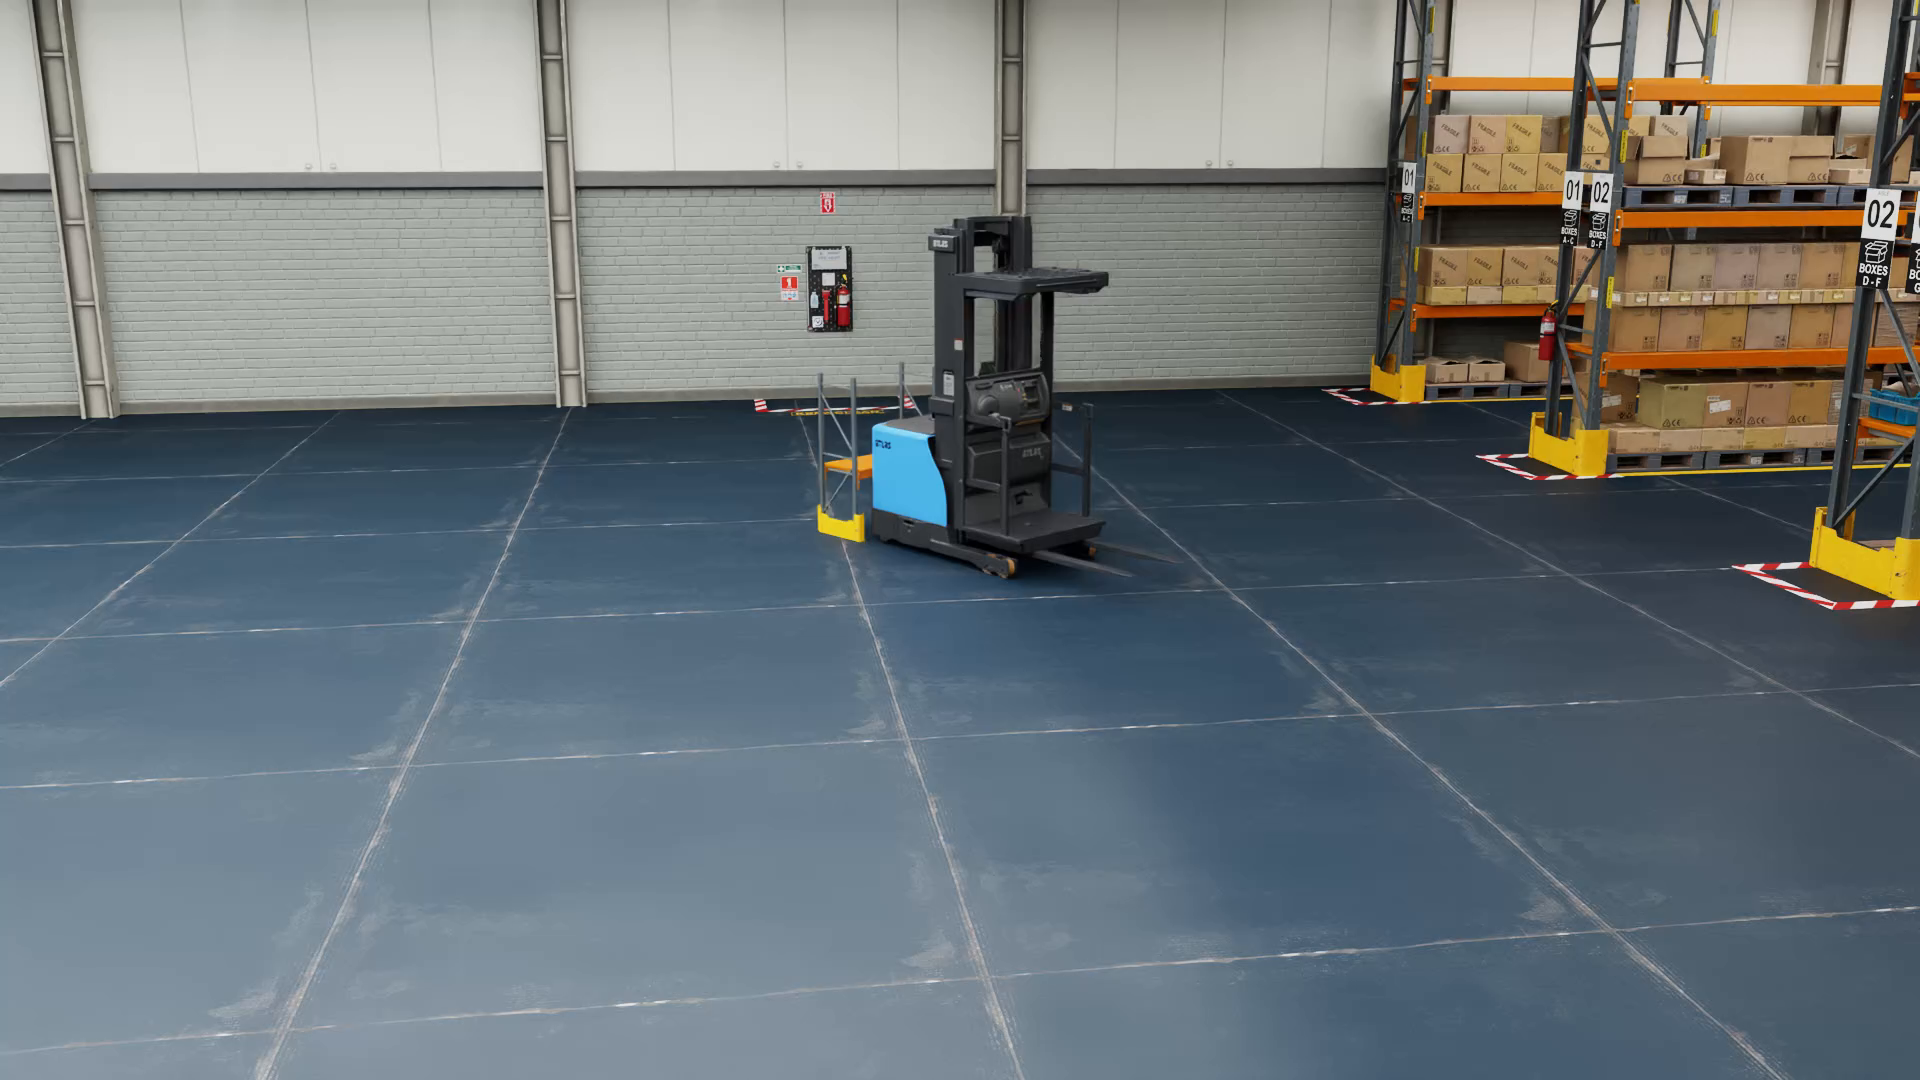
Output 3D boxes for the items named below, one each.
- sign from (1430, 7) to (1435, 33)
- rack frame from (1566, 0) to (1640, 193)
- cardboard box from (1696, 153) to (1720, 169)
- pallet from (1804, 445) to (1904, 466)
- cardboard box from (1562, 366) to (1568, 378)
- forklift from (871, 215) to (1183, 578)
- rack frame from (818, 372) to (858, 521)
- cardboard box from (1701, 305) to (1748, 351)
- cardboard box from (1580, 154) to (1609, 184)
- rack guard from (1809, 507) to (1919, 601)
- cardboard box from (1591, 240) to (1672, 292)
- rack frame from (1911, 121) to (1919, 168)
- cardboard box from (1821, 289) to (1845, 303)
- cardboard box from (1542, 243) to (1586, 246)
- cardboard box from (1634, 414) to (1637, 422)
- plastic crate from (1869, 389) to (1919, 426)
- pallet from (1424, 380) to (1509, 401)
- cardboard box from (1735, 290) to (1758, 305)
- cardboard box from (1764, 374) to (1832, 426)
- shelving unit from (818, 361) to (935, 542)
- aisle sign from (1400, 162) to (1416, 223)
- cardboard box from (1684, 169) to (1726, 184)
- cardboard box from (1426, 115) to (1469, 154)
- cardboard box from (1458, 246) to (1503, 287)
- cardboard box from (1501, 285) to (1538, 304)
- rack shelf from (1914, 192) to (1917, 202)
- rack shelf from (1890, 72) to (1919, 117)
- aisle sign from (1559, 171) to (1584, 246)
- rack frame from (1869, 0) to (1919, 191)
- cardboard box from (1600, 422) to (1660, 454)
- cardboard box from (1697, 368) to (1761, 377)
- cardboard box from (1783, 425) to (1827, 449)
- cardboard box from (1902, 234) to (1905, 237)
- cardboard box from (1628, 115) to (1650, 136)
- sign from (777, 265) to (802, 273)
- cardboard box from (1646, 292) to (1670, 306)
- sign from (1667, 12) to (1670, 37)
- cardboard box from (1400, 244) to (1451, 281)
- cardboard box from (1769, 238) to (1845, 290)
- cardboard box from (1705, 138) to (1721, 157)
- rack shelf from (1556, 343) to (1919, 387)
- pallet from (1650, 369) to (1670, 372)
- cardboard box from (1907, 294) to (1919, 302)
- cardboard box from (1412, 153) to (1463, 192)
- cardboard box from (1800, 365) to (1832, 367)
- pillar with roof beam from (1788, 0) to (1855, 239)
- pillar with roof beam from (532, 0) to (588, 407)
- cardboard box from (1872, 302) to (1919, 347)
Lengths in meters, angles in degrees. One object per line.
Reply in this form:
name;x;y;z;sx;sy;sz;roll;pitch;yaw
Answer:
sign;6.131;-6.754;21.599;0.005;0.325;0.100;-2;14;-8
rack frame;6.792;-5.202;17.492;0.127;3.000;1.000;-2;14;-8
cardboard box;8.441;-4.100;18.300;0.500;0.311;0.500;0;14;-2
pallet;9.955;-1.066;19.064;1.213;0.211;1.003;-2;14;-8
cardboard box;8.421;-2.406;23.632;0.250;0.149;0.380;-3;14;-13
forklift;0.561;-1.243;14.180;1.130;2.935;3.031;-13;19;-41
rack frame;-1.114;-0.763;15.208;0.032;1.500;0.500;-14;20;-43
cardboard box;8.266;-2.391;18.412;0.500;0.500;0.700;-2;14;-8
cardboard box;8.499;-5.019;22.684;0.500;0.500;0.500;-3;14;-11
rack guard;7.595;0.098;13.831;0.348;0.500;1.175;-2;14;-8
cardboard box;7.308;-2.985;18.115;0.500;0.500;0.700;-2;14;-8
rack frame;13.961;-6.683;23.399;0.127;3.000;1.000;-2;14;-8
cardboard box;9.504;-2.702;18.319;0.250;0.149;0.380;-2;14;-9
cardboard box;8.504;-3.927;23.470;0.500;0.500;0.500;-2;14;-7
cardboard box;7.771;-1.273;18.950;0.500;0.250;0.500;-2;14;-8
plastic crate;7.977;-1.118;13.848;0.616;0.251;0.499;-2;14;-8
pallet;6.934;-2.154;23.406;1.213;0.211;1.003;-2;14;-8
cardboard box;8.485;-2.665;18.169;0.250;0.149;0.380;-2;14;-9
cardboard box;9.332;-1.567;18.579;0.500;0.500;0.500;-2;14;-8
shelving unit;-0.749;-0.852;15.563;1.083;1.500;0.587;-14;20;-43
aisle sign;6.024;-4.669;22.358;0.004;0.787;0.394;-2;14;-8
cardboard box;7.982;-3.897;17.820;0.250;0.149;0.380;-2;14;-8
cardboard box;6.468;-5.437;22.294;0.500;0.500;0.500;-3;14;-12
cardboard box;7.058;-3.744;22.740;0.500;0.500;0.500;-2;14;-8
cardboard box;7.596;-3.401;22.911;0.500;0.250;0.500;-2;14;-9
rack shelf;11.984;-4.807;23.562;4.000;0.370;1.077;-2;14;-8
rack shelf;9.504;-3.540;13.166;4.000;0.370;1.077;-2;14;-8
aisle sign;6.683;-3.621;18.178;0.004;0.787;0.394;-2;14;-8
rack frame;7.526;-4.010;12.741;0.127;3.000;1.000;-2;14;-8
cardboard box;7.356;-1.128;18.370;0.500;0.250;0.500;-2;14;-8
cardboard box;8.759;-1.674;19.007;0.500;0.500;0.500;-2;14;-8
cardboard box;9.333;-1.200;18.658;0.500;0.250;0.500;-2;14;-8
cardboard box;13.309;-4.315;23.845;0.250;0.149;0.380;-5;15;-18
cardboard box;9.007;-5.520;22.627;0.500;0.500;0.500;-1;14;-5
sign;-2.325;-3.696;22.658;0.331;0.109;0.001;-2;14;-8
cardboard box;7.473;-2.628;18.022;0.250;0.149;0.380;-2;14;-10
sign;9.917;-7.201;23.220;0.005;0.325;0.100;-2;14;-8
cardboard box;6.485;-3.852;23.169;0.500;0.500;0.500;-2;14;-9
cardboard box;9.315;-3.060;18.414;0.500;0.500;0.700;-2;14;-8
cardboard box;10.558;-5.336;23.125;0.500;0.500;0.500;0;14;0
rack shelf;8.770;-2.015;18.598;4.000;0.370;1.077;-2;14;-8
pallet;10.775;-2.304;24.004;1.213;0.211;1.003;-2;14;-8
cardboard box;10.511;-2.738;18.464;0.250;0.149;0.380;-2;14;-8
cardboard box;6.418;-4.948;22.402;0.500;0.500;0.500;-2;14;-7
cardboard box;12.243;-2.720;24.163;0.500;0.500;0.700;-2;14;-9
pillar with roof beam;13.188;-5.808;19.912;0.400;9.000;9.100;-2;14;-8
pillar with roof beam;-4.611;-5.156;17.311;0.400;9.000;9.100;-2;14;-8
cardboard box;10.310;-2.468;18.718;0.500;0.500;0.700;-2;14;-10
